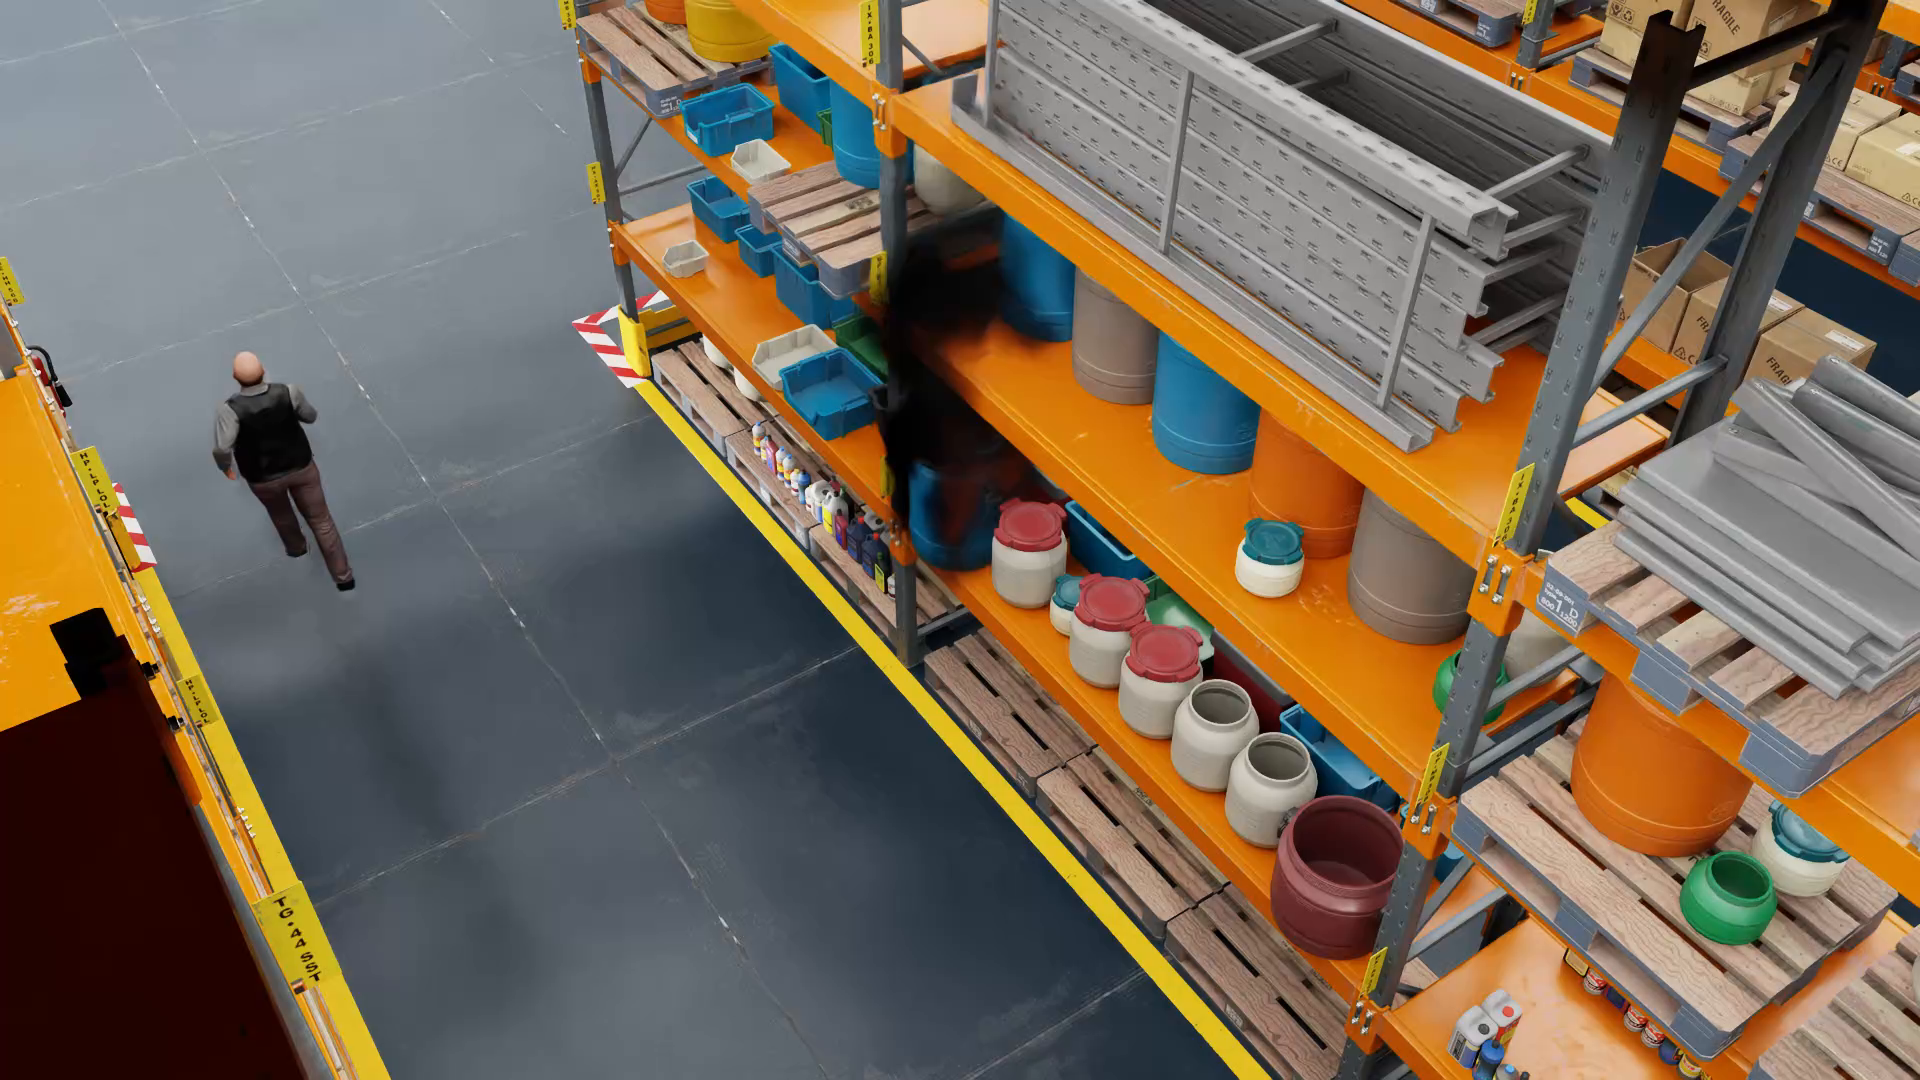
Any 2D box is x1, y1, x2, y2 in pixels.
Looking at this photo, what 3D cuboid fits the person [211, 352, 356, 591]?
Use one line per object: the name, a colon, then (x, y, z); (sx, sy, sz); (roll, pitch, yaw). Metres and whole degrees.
person: (-4.279, -0.396, 10.503); (0.654, 1.794, 0.854); (-21, 47, -21)
